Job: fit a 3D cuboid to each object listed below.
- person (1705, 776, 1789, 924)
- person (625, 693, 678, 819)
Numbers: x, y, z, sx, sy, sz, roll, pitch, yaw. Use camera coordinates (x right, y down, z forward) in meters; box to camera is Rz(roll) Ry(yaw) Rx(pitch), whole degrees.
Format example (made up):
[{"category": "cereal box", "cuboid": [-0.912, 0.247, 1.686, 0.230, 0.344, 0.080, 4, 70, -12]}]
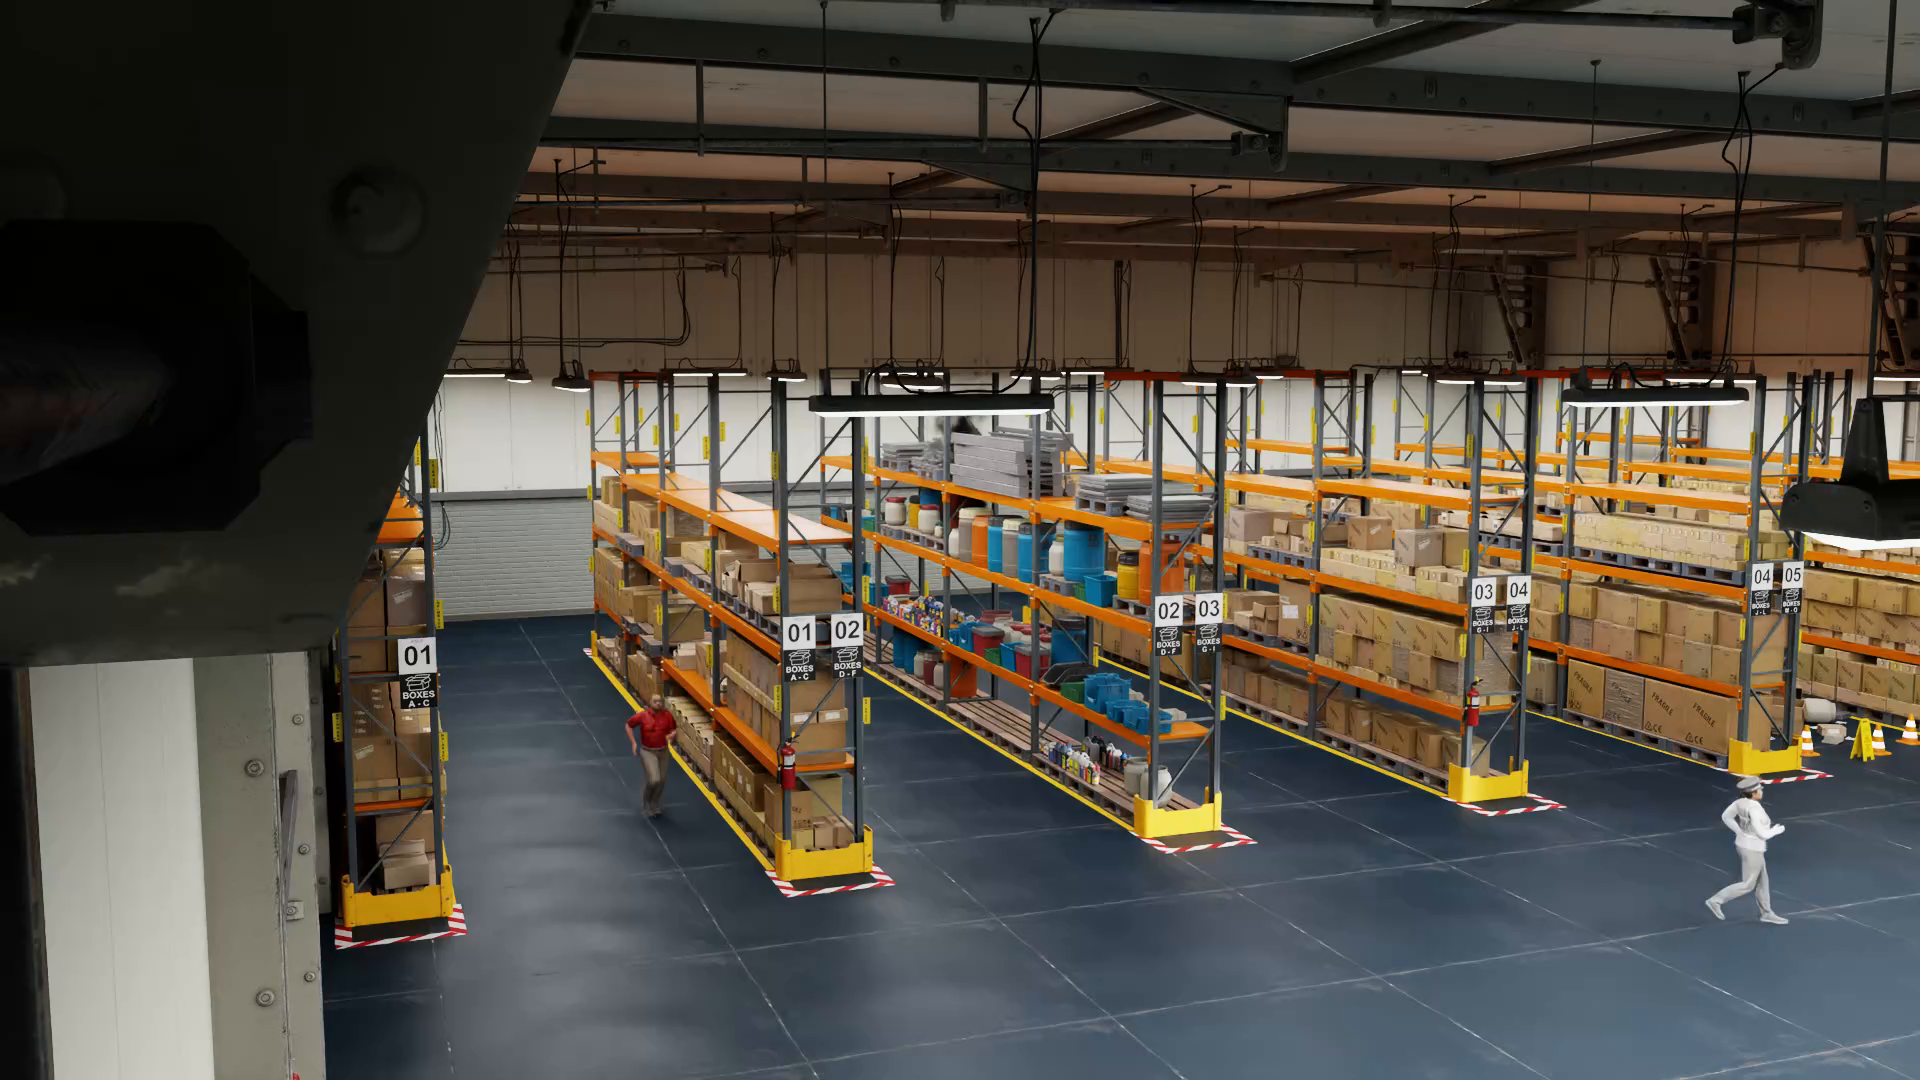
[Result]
[{"category": "person", "cuboid": [8.740, 3.428, 18.386, 0.900, 1.674, 0.615, 1, 6, 7]}, {"category": "person", "cuboid": [-4.153, 2.949, 22.731, 0.652, 1.718, 0.653, -4, 8, -33]}]
